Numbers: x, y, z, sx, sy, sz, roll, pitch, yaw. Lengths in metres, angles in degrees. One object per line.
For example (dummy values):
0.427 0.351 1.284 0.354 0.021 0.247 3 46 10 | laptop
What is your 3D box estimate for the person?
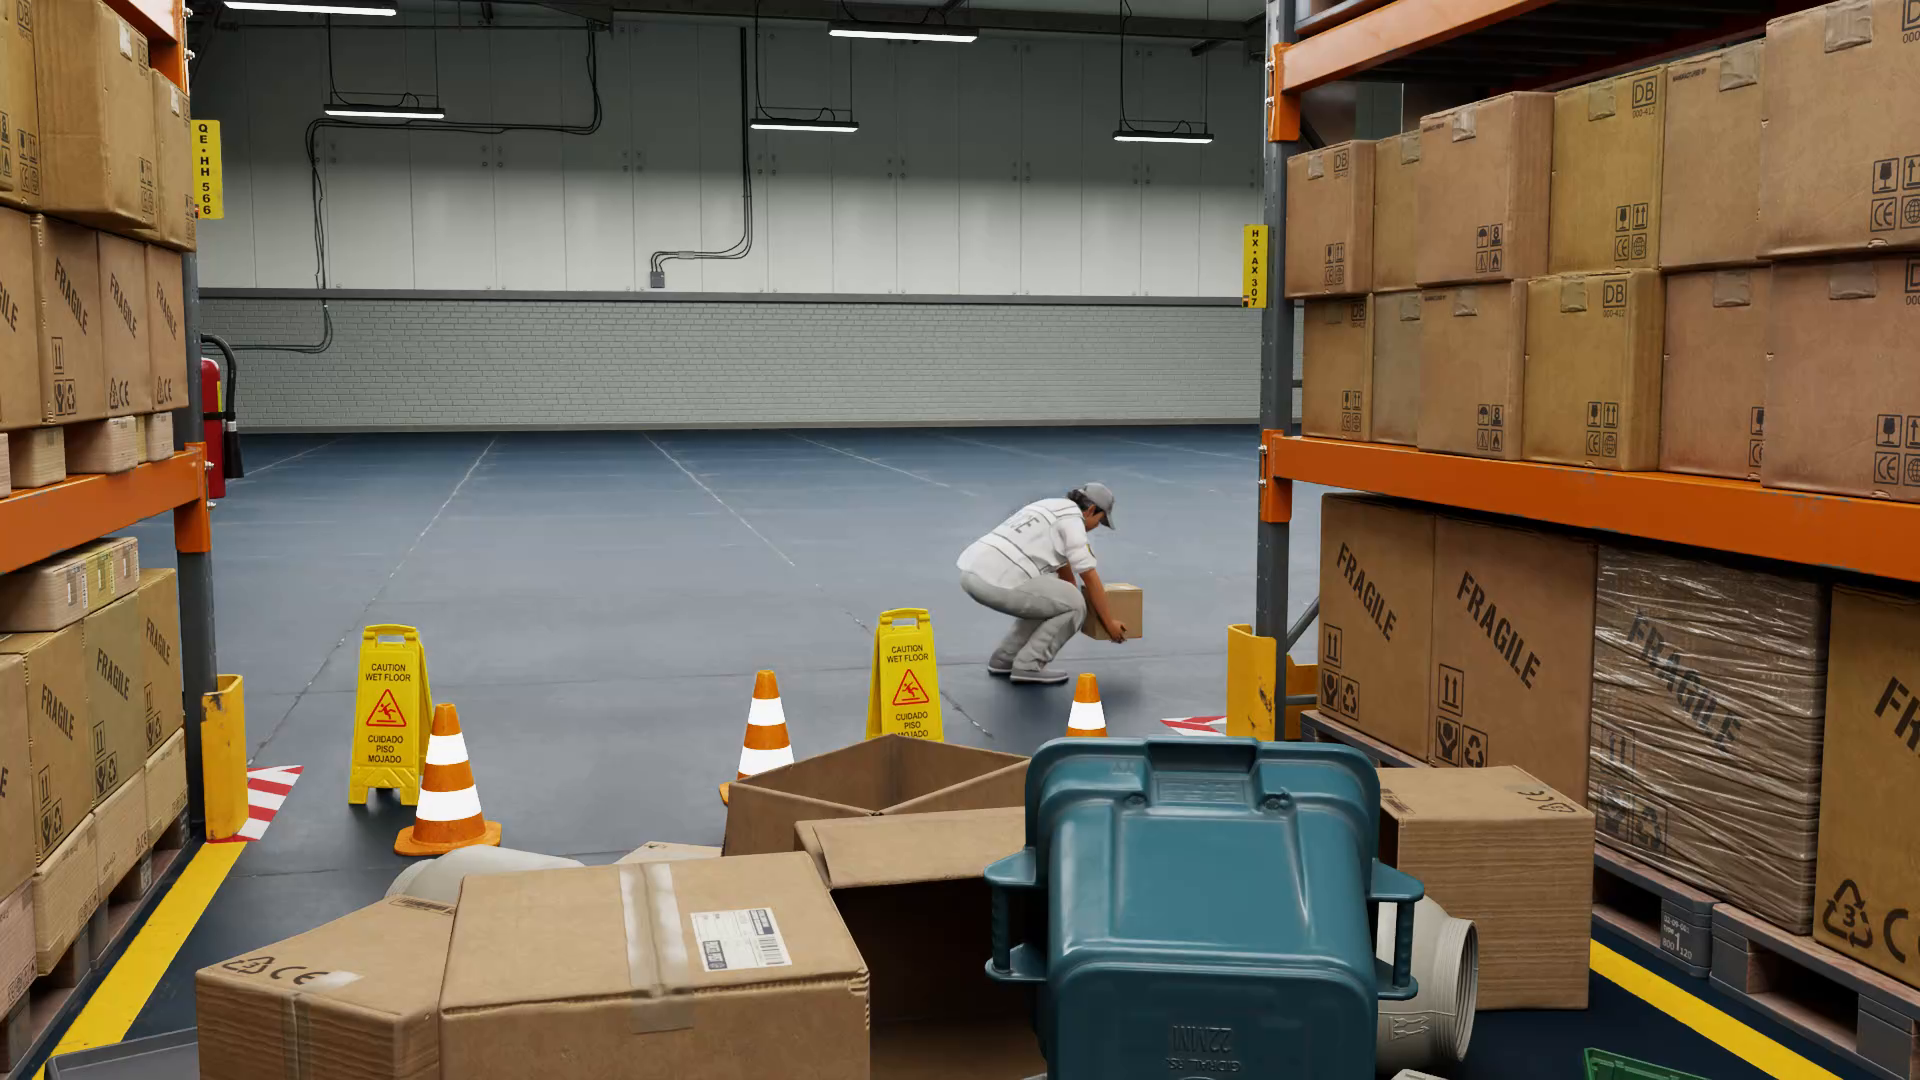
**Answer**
0.416 0.228 8.424 0.853 0.950 0.516 -2 6 -14 | person
